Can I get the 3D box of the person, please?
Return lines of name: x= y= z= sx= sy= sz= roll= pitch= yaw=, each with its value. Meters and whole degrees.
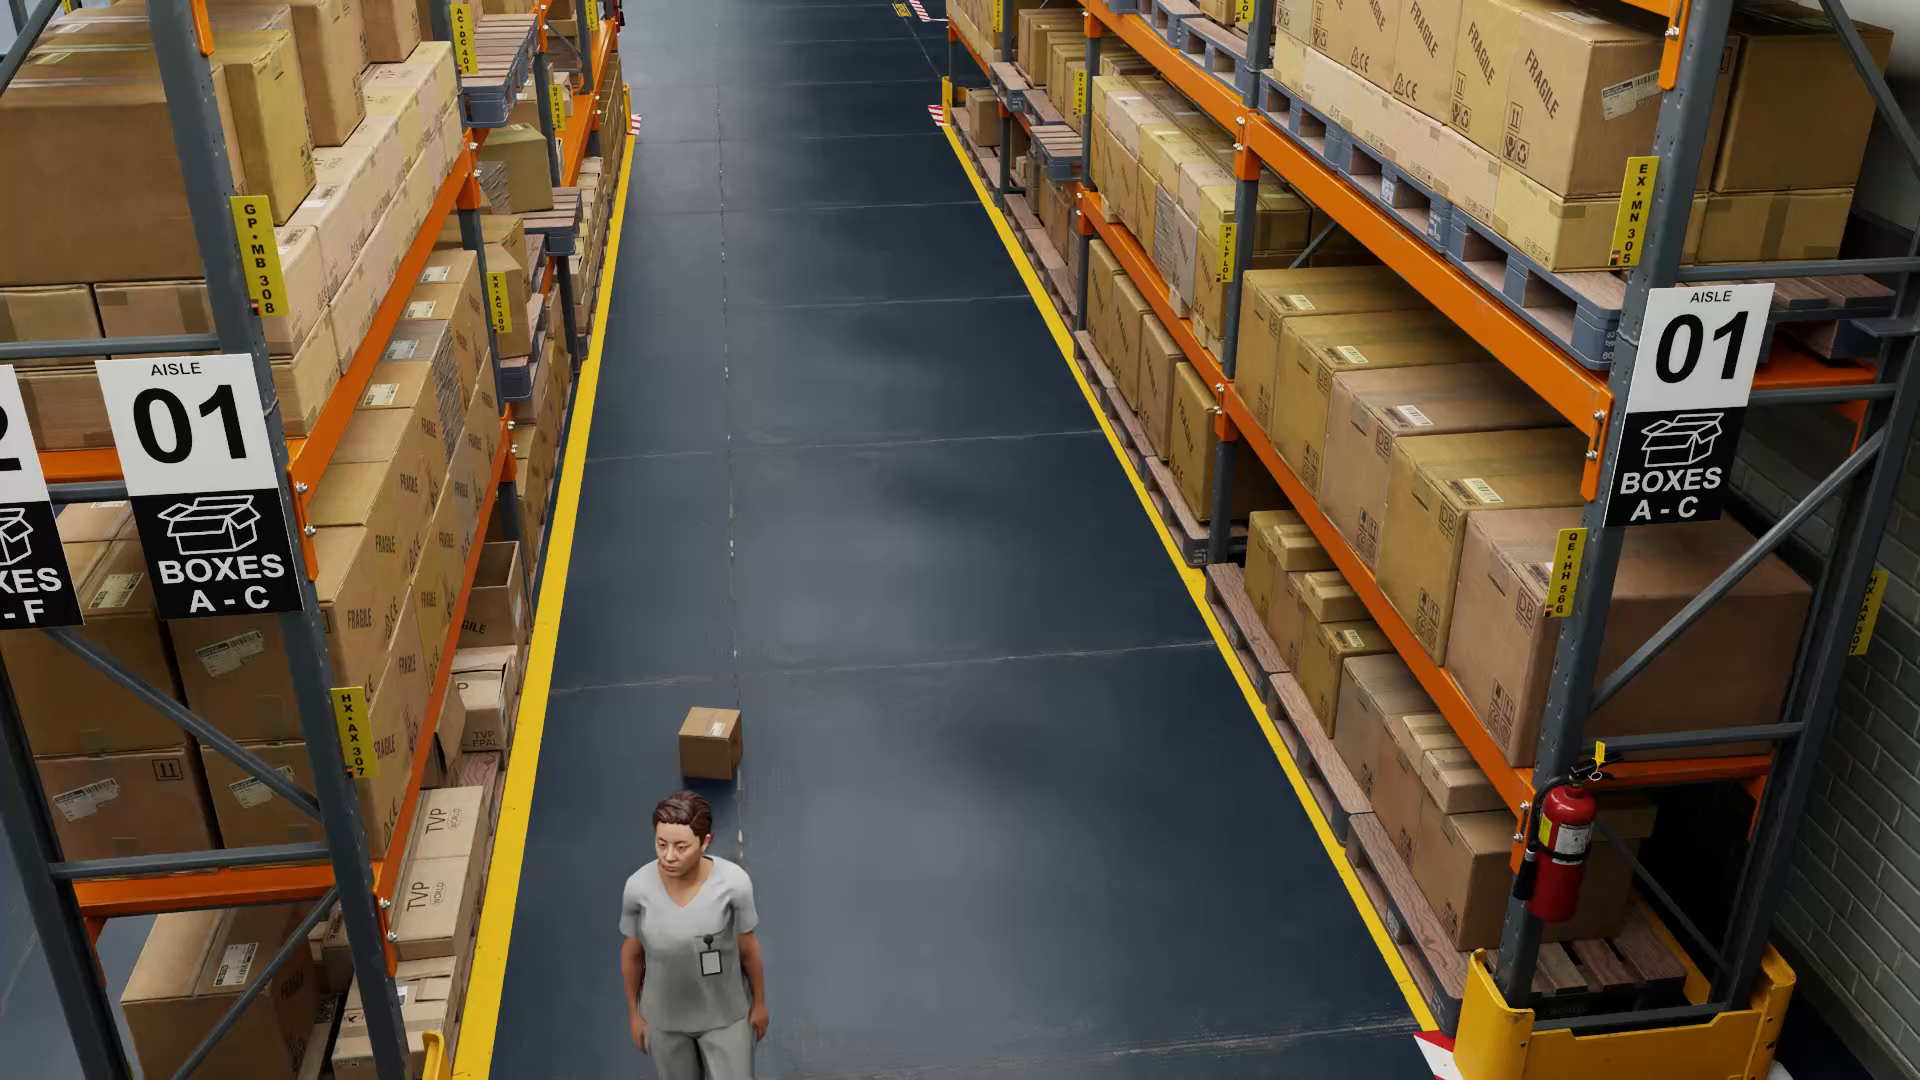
person: x=-0.875 y=1.591 z=5.494 sx=0.466 sy=1.643 sz=0.457 roll=0 pitch=27 yaw=1
